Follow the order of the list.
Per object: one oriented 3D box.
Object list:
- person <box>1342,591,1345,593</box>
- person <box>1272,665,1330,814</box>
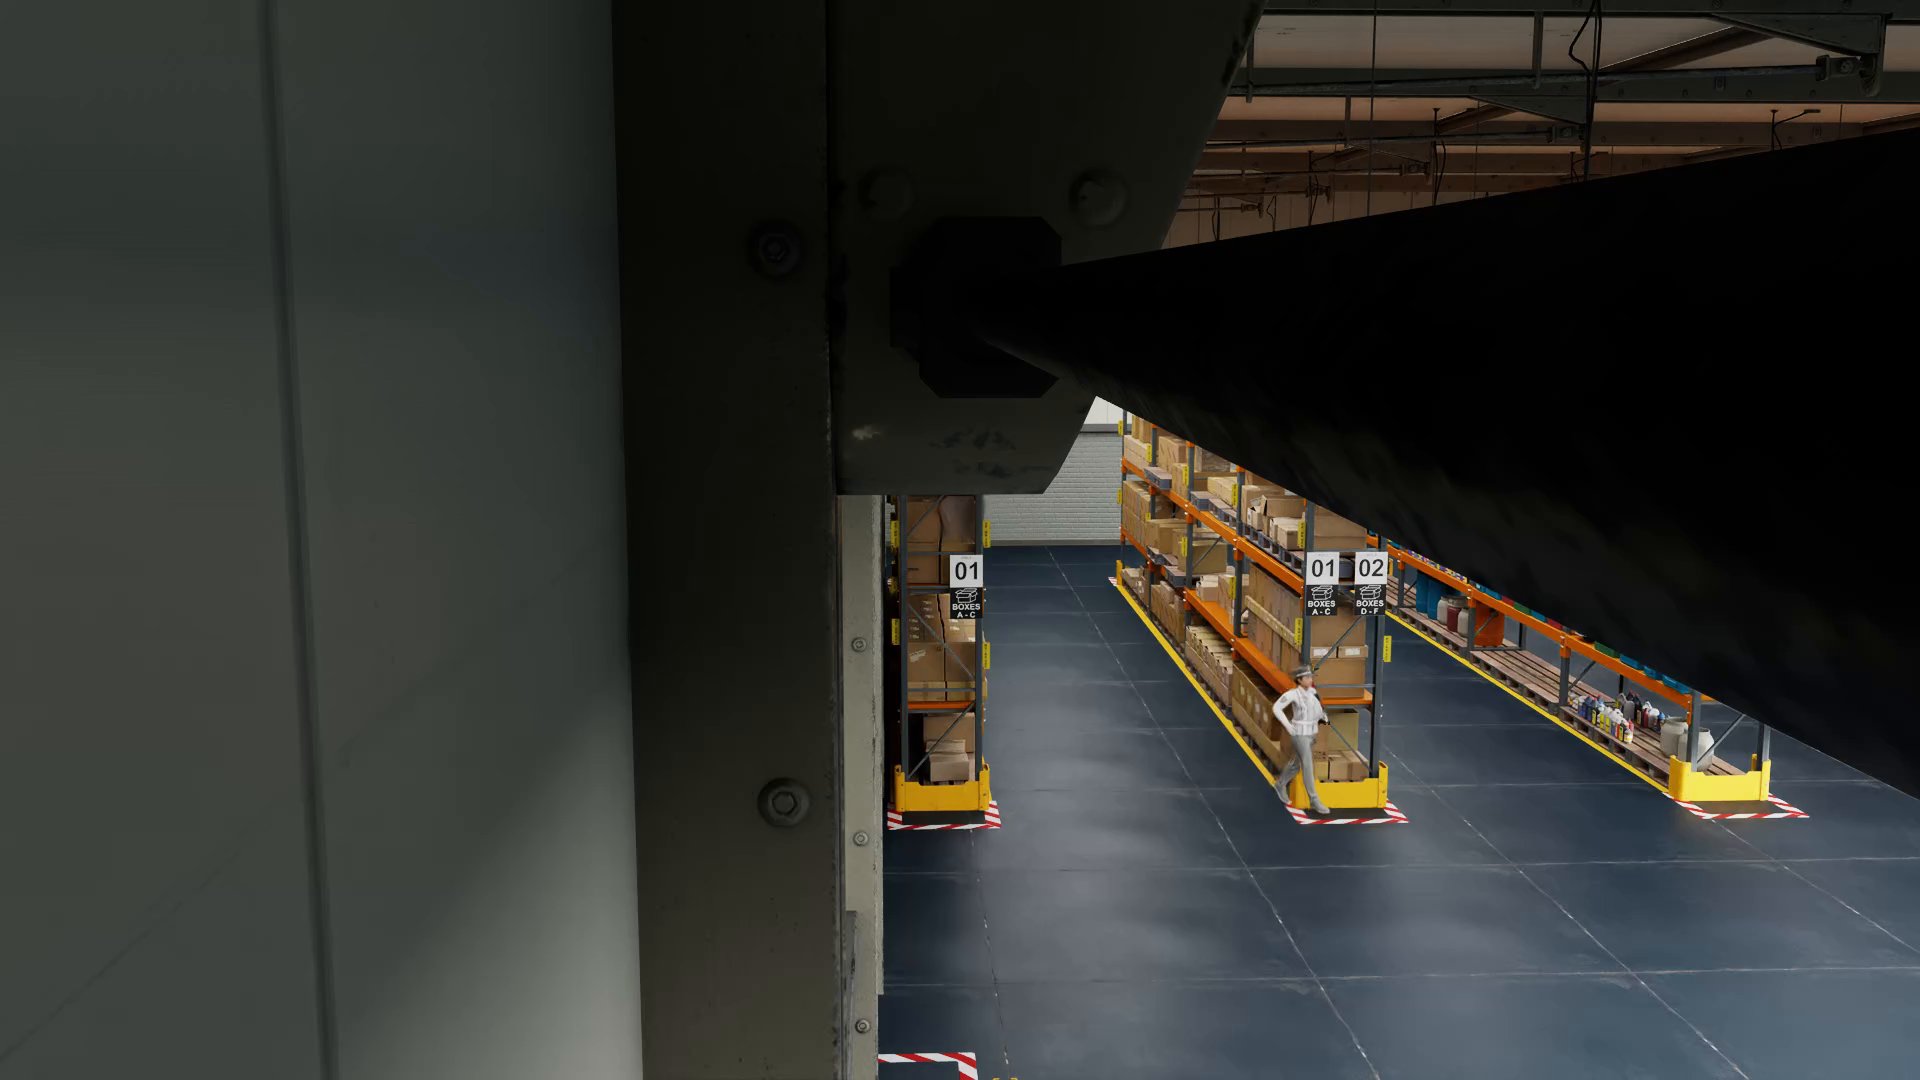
[{"bbox_3d":[6.623,1.214,29.642,0.536,1.569,0.705,-2,9,-11],"label":"person"},{"bbox_3d":[4.092,2.319,19.586,0.582,1.724,0.856,-8,11,-42],"label":"person"}]
